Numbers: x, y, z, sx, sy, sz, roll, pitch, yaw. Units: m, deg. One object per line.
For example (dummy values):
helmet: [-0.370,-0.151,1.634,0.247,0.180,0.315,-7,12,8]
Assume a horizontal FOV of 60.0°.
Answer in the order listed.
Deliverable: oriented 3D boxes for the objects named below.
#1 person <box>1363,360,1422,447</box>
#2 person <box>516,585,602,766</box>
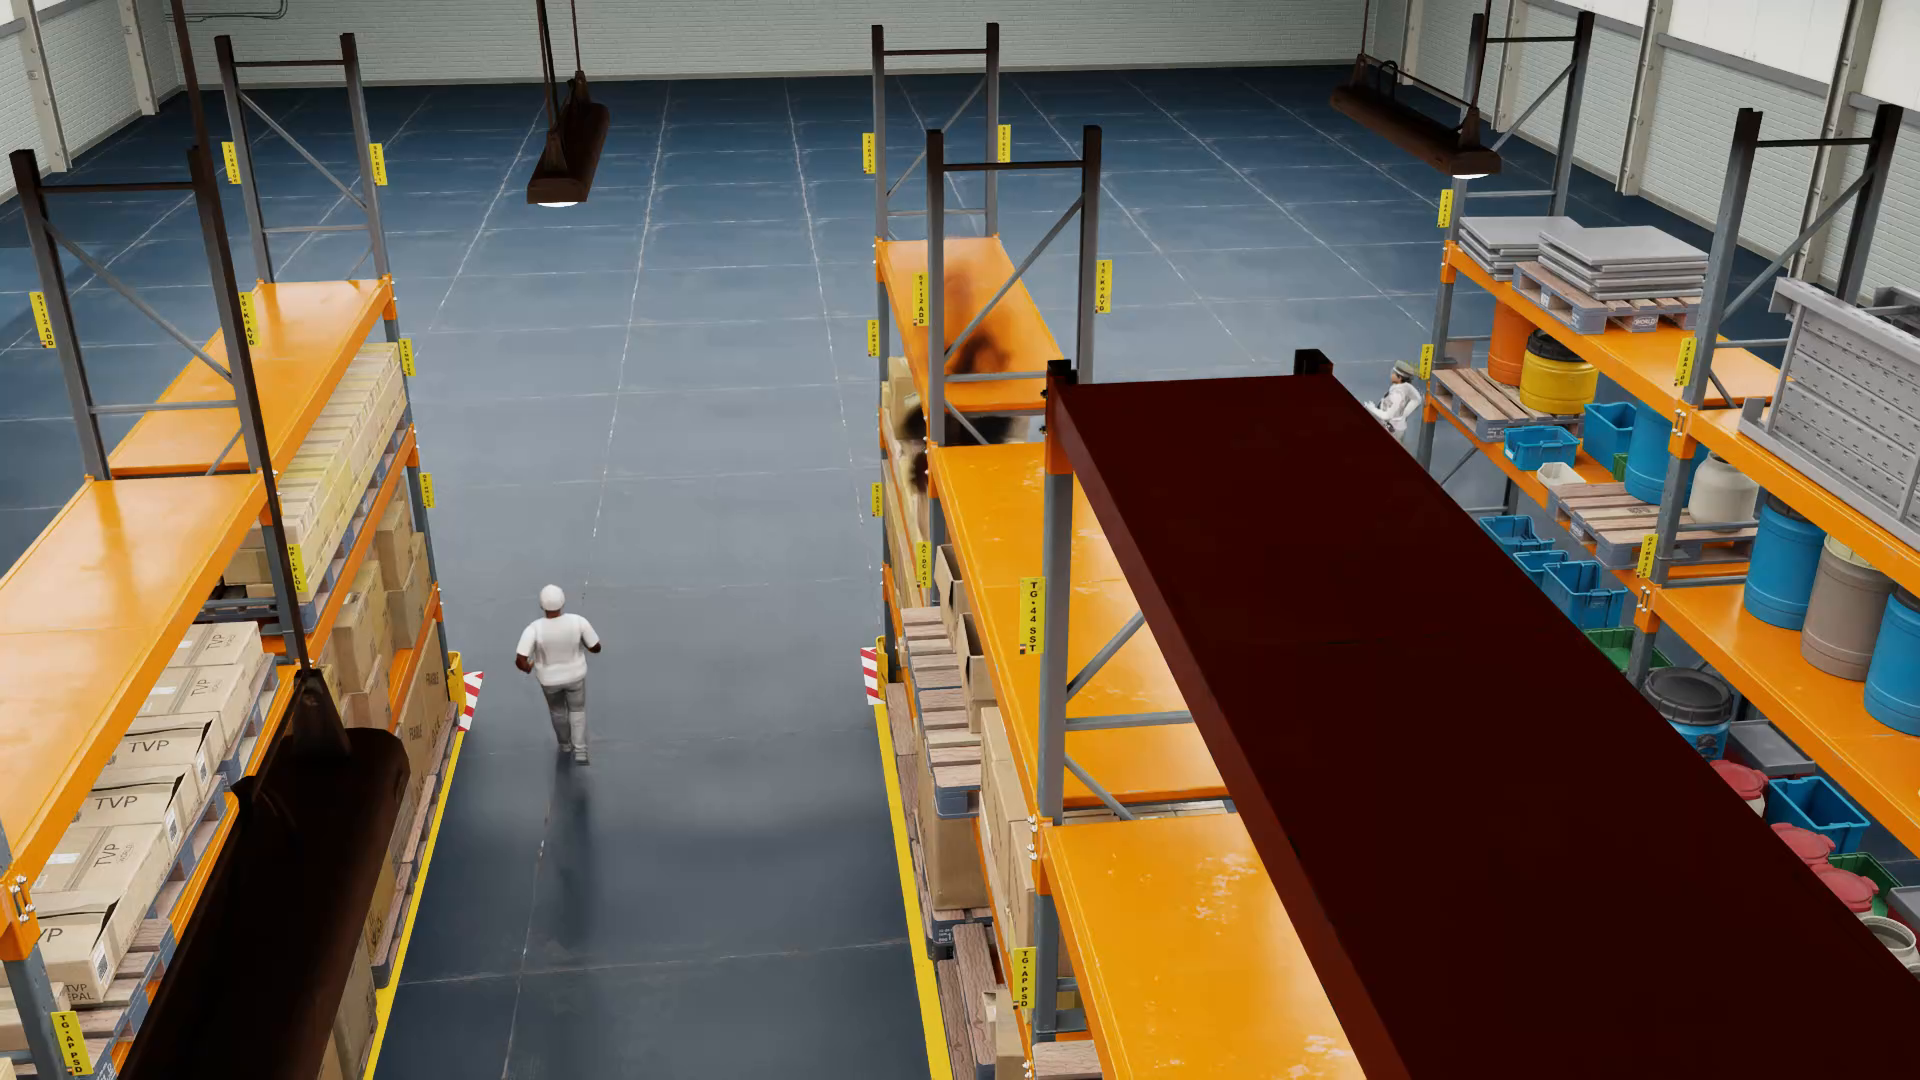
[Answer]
person: [4.987,-1.230,19.128,0.747,1.750,0.584,8,27,16]
person: [-3.364,1.143,14.044,0.703,1.739,0.934,-7,26,-14]
